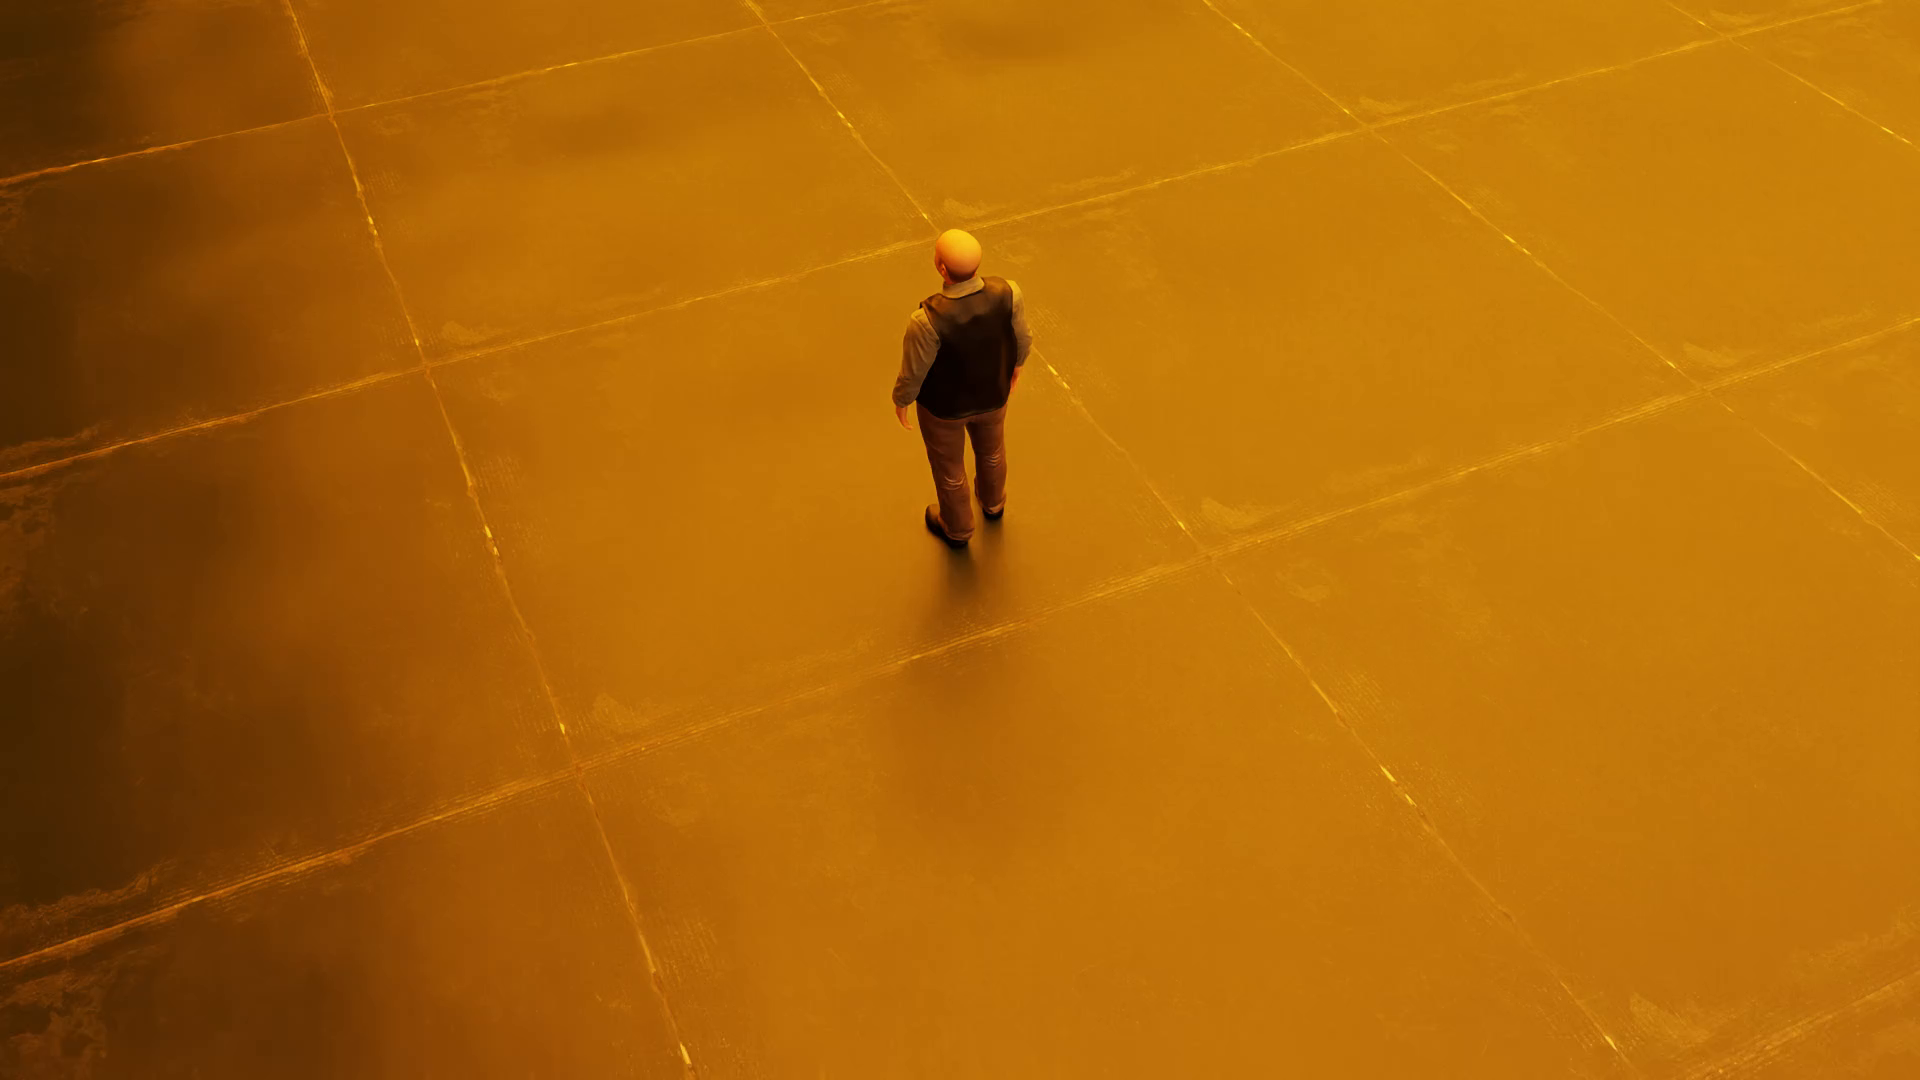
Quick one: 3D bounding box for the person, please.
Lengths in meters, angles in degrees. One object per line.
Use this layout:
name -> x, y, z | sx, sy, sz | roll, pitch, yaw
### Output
person -> -0.018, -0.675, 7.280 | 0.632, 1.720, 0.568 | -18, 46, -18
